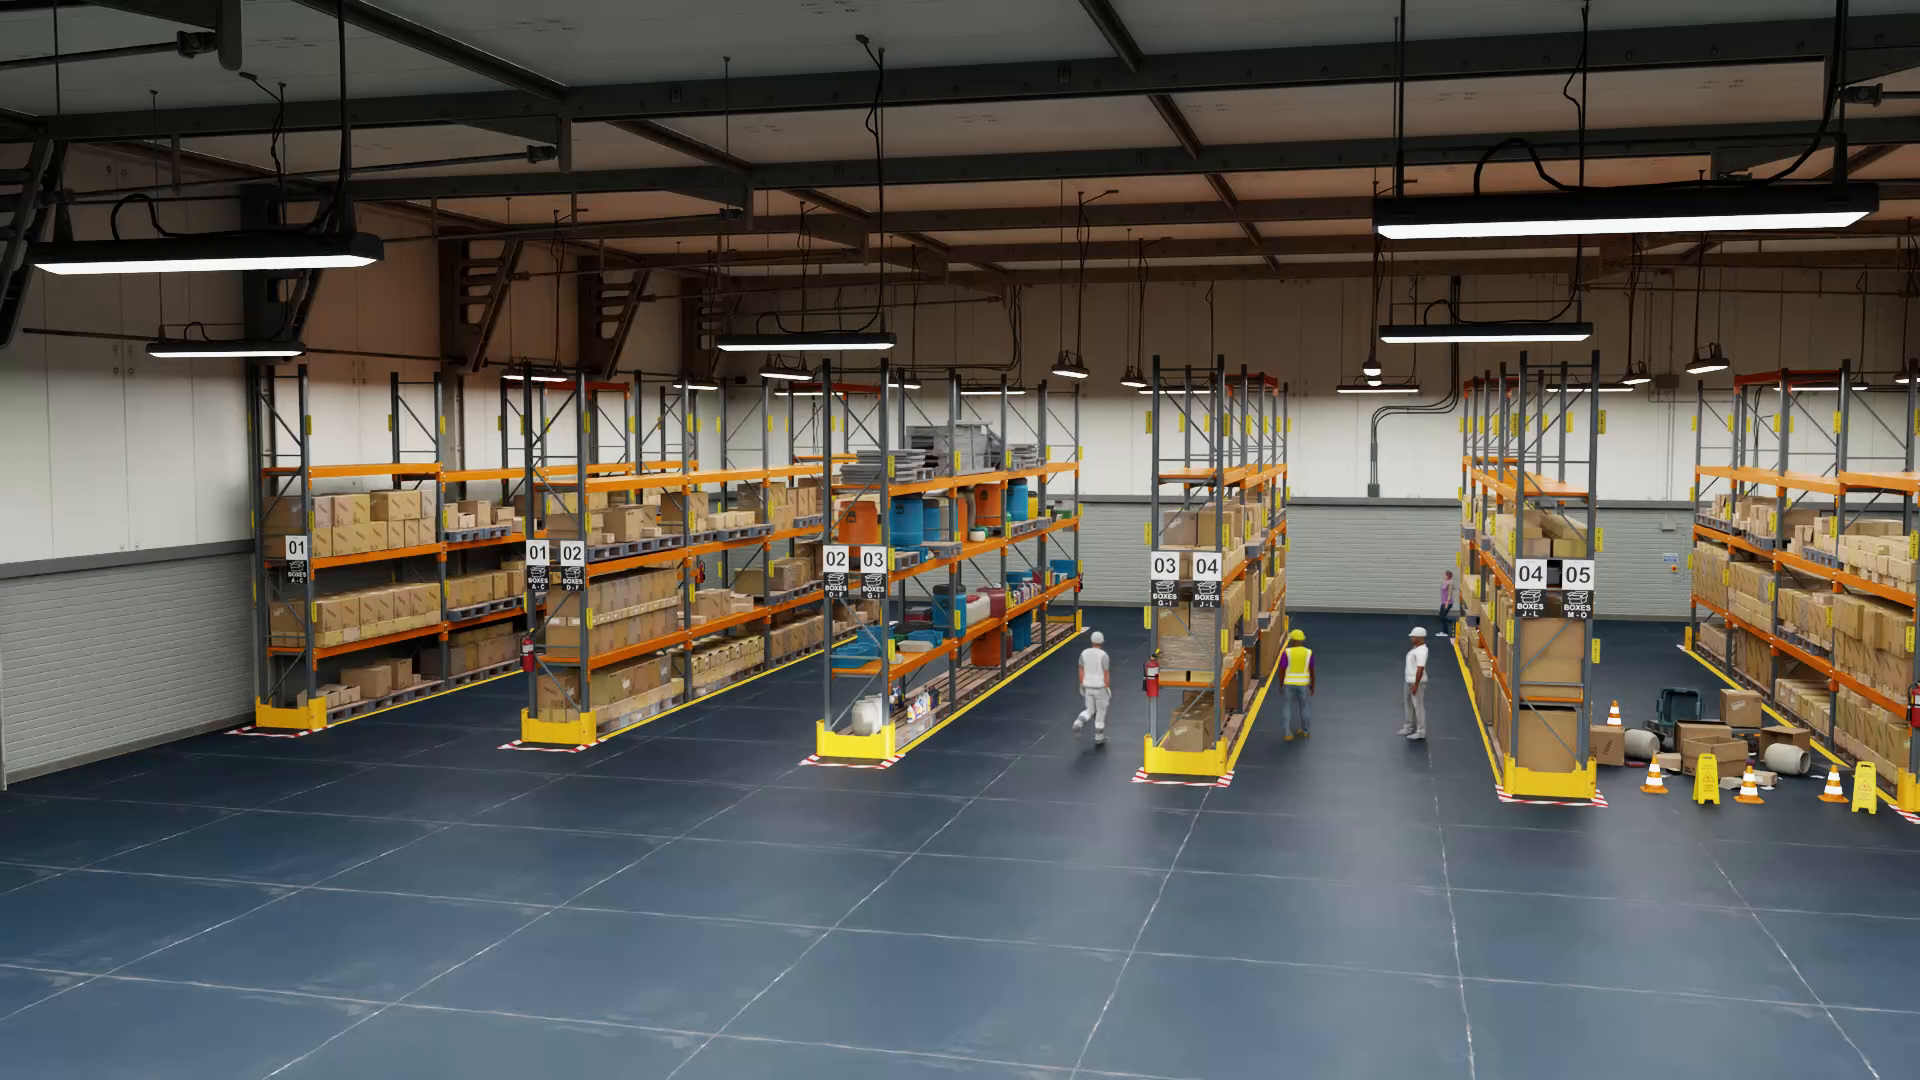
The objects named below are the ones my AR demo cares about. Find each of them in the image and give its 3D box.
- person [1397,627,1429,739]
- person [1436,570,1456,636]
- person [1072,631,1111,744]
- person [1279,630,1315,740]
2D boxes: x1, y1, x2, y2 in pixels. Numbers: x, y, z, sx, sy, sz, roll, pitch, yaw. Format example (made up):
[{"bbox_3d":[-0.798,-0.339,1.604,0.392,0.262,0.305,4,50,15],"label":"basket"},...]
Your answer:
[{"bbox_3d":[7.300,2.275,26.702,0.483,1.761,0.631,0,4,-6],"label":"person"},{"bbox_3d":[11.553,1.506,39.253,0.593,1.560,0.501,1,4,13],"label":"person"},{"bbox_3d":[2.079,2.313,25.990,0.724,1.778,0.552,-3,5,-41],"label":"person"},{"bbox_3d":[5.405,2.293,26.593,0.553,1.758,0.623,1,4,19],"label":"person"}]
